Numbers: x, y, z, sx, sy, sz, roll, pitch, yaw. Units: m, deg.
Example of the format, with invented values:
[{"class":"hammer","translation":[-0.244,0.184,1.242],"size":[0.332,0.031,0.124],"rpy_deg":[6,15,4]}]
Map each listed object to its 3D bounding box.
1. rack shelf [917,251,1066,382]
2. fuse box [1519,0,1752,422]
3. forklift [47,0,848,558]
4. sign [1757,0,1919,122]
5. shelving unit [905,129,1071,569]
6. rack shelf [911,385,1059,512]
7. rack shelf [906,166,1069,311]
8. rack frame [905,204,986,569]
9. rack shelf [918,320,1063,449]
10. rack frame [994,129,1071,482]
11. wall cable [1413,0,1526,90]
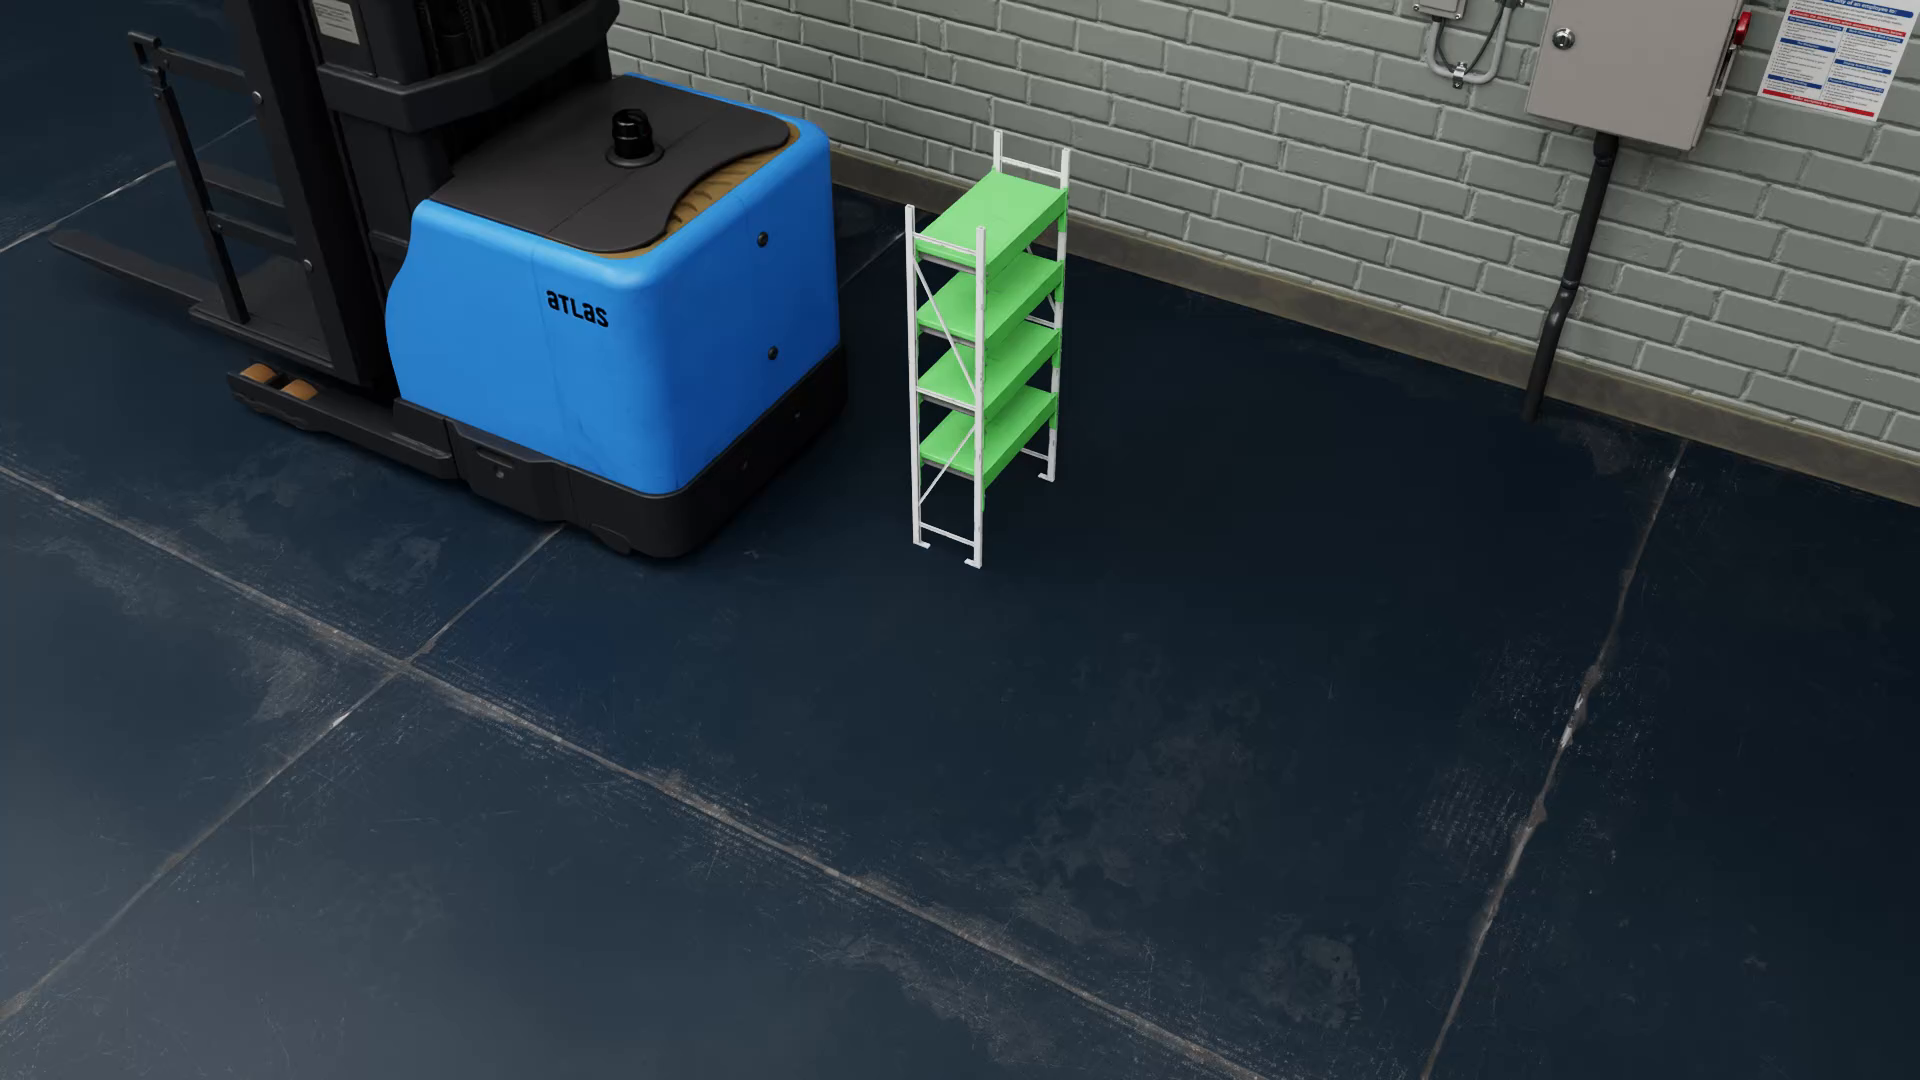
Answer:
[{"class":"rack shelf","translation":[0.083,-0.677,4.845],"size":[0.258,0.148,0.480],"rpy_deg":[21,45,22]},{"class":"fuse box","translation":[1.967,-1.043,5.139],"size":[0.539,1.711,0.414],"rpy_deg":[21,45,22]},{"class":"forklift","translation":[-1.921,-1.759,5.030],"size":[3.031,2.935,1.130],"rpy_deg":[20,45,22]},{"class":"sign","translation":[2.499,-1.446,4.694],"size":[0.329,0.494,0.001],"rpy_deg":[21,45,22]},{"class":"shelving unit","translation":[0.083,-0.545,4.961],"size":[0.258,1.200,0.503],"rpy_deg":[21,45,22]},{"class":"rack shelf","translation":[0.083,-0.317,5.162],"size":[0.258,0.148,0.480],"rpy_deg":[21,45,22]},{"class":"rack shelf","translation":[0.083,-0.857,4.686],"size":[0.258,0.148,0.480],"rpy_deg":[21,45,22]},{"class":"rack frame","translation":[-0.039,-0.405,4.802],"size":[0.240,1.200,0.015],"rpy_deg":[21,45,22]},{"class":"rack shelf","translation":[0.083,-0.497,5.003],"size":[0.258,0.148,0.480],"rpy_deg":[21,45,22]},{"class":"rack frame","translation":[0.205,-0.685,5.120],"size":[0.240,1.200,0.015],"rpy_deg":[21,45,22]},{"class":"wall cable","translation":[1.455,-2.223,4.736],"size":[0.588,1.984,0.122],"rpy_deg":[21,45,22]}]
